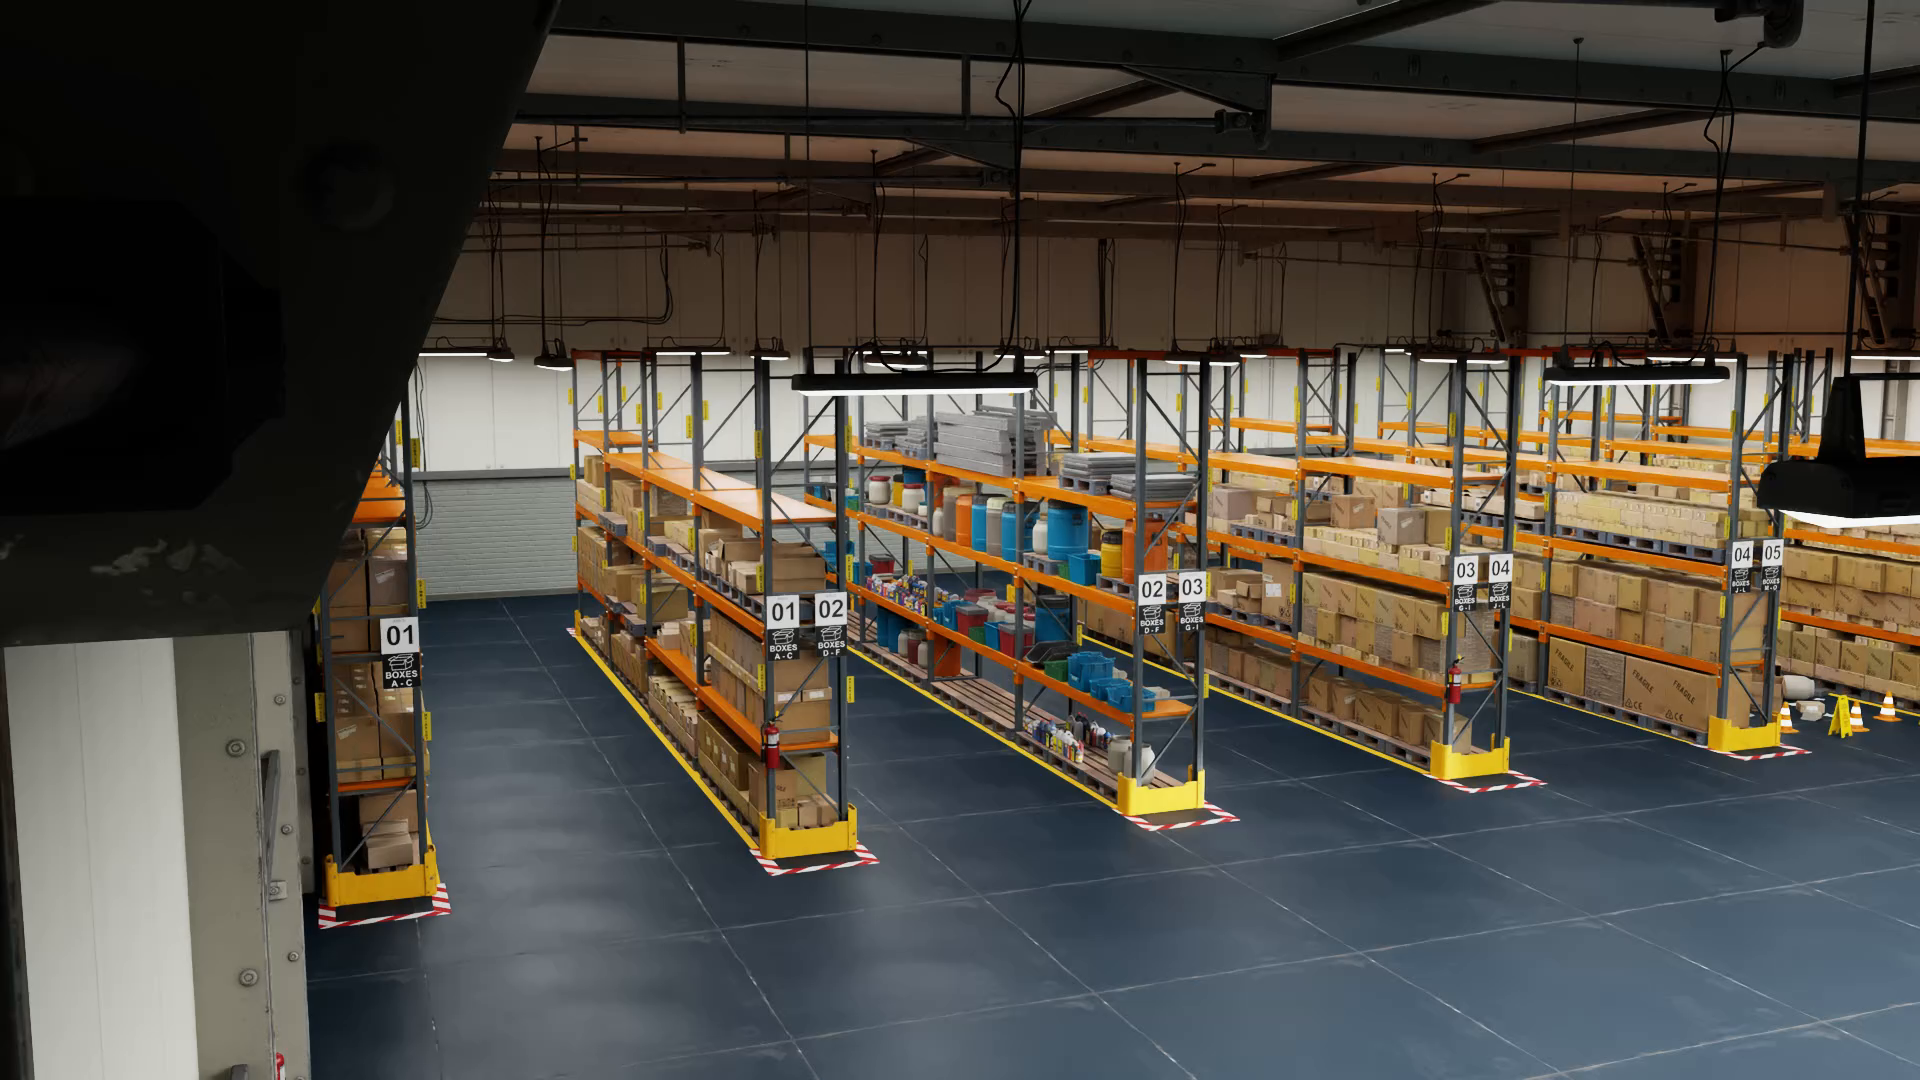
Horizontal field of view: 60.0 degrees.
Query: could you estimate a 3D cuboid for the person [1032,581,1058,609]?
[{"bbox_3d":[1.756,1.301,33.692,0.597,1.661,1.069,-2,7,-18],"label":"person"}]
